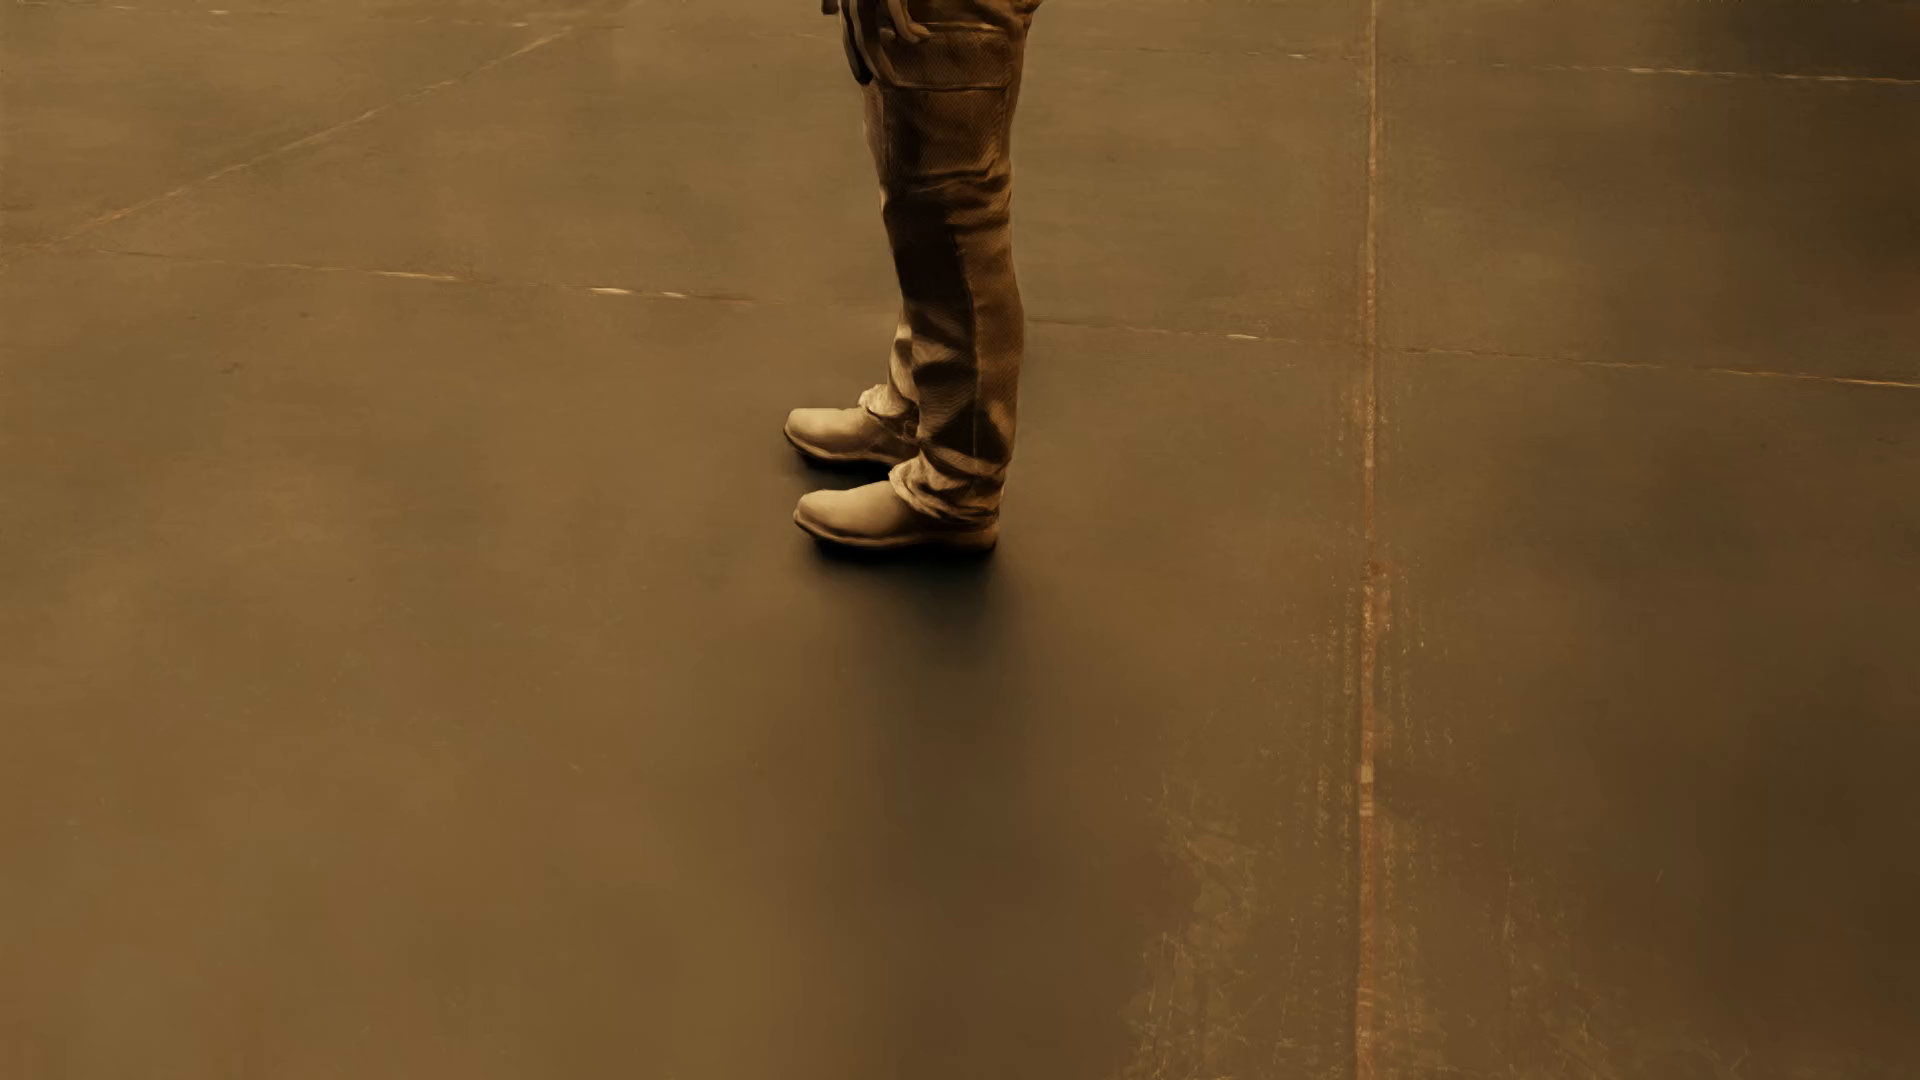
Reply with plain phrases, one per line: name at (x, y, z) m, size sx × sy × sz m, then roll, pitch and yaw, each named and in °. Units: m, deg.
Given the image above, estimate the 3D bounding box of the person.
person at (-0.069, -0.813, 2.116) m, size 0.576 × 1.782 × 0.655 m, roll 6°, pitch 27°, yaw 11°
